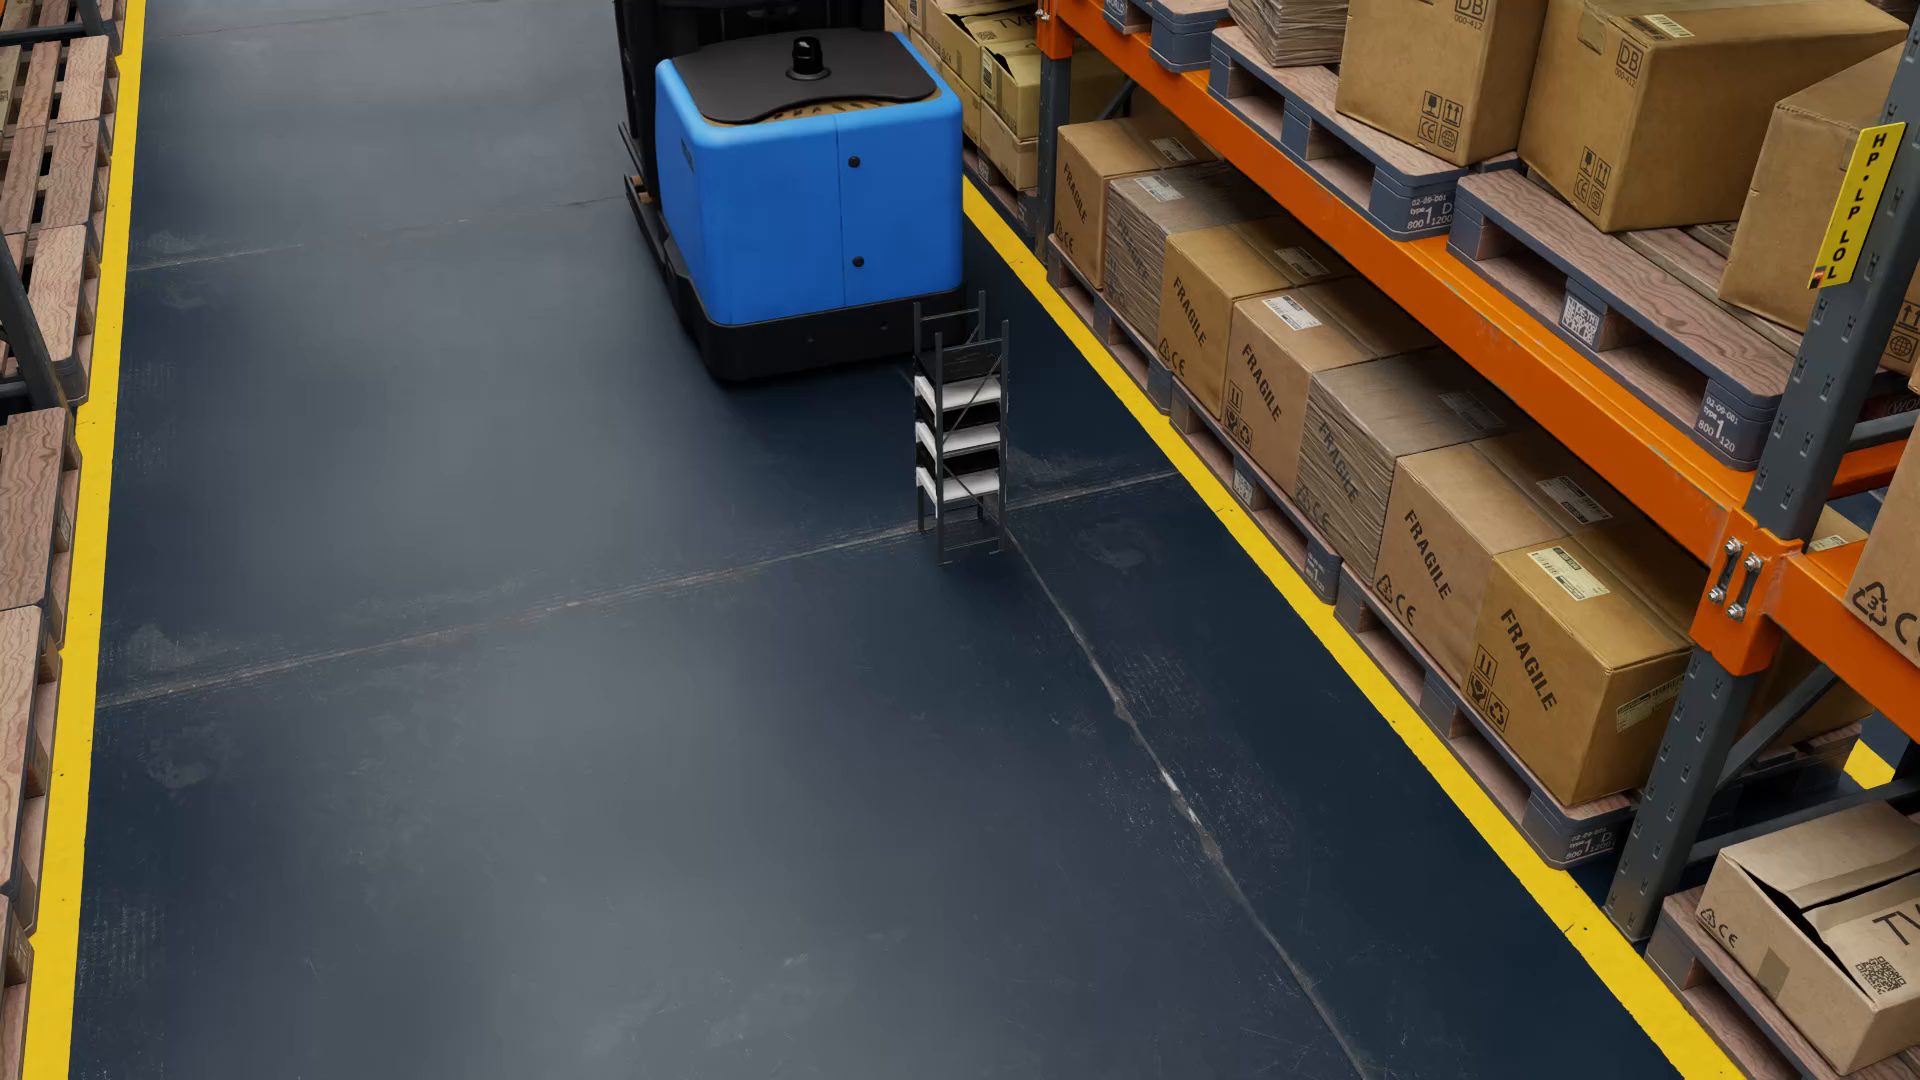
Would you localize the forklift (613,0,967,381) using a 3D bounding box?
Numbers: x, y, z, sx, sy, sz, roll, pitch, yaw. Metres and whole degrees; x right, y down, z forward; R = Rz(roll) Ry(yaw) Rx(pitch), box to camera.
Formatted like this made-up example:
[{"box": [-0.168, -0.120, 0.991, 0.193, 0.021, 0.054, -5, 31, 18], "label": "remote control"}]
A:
[{"box": [-0.931, -2.676, 6.866, 1.130, 2.935, 3.031, -12, 39, -15], "label": "forklift"}]

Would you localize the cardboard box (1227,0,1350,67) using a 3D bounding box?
[{"box": [1.282, -1.856, 5.289, 0.700, 0.500, 0.500, -6, 37, -7], "label": "cardboard box"}]

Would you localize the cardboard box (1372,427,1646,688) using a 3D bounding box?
[{"box": [1.599, 0.045, 4.909, 0.500, 0.500, 0.500, -12, 39, -16], "label": "cardboard box"}]

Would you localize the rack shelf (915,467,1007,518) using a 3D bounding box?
[{"box": [0.003, -0.184, 5.602, 0.258, 0.077, 0.200, -12, 39, -16], "label": "rack shelf"}]

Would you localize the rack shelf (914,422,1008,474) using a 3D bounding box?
[{"box": [0.003, -0.328, 5.493, 0.258, 0.077, 0.200, -12, 39, -16], "label": "rack shelf"}]

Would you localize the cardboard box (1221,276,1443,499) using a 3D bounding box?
[{"box": [1.250, -0.525, 5.666, 0.500, 0.500, 0.500, -14, 39, -17], "label": "cardboard box"}]

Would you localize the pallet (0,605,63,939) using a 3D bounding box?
[{"box": [-3.102, 0.725, 4.612, 1.003, 0.211, 1.213, -12, 39, -16], "label": "pallet"}]

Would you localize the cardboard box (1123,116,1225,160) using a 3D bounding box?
[{"box": [0.919, -1.963, 7.799, 0.500, 0.250, 0.500, -13, 39, -16], "label": "cardboard box"}]

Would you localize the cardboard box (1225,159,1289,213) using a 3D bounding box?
[{"box": [1.366, -1.234, 6.608, 0.500, 0.500, 0.500, -11, 38, -14], "label": "cardboard box"}]

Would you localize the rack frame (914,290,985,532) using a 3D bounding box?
[{"box": [-0.032, -0.412, 5.549, 0.240, 0.900, 0.006, -12, 39, -16], "label": "rack frame"}]

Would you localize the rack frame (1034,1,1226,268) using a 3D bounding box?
[{"box": [0.824, -2.537, 6.625, 1.000, 3.000, 0.127, -12, 39, -16], "label": "rack frame"}]

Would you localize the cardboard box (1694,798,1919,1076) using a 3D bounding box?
[{"box": [2.142, 0.903, 3.927, 0.500, 0.311, 0.500, -12, 39, -16], "label": "cardboard box"}]

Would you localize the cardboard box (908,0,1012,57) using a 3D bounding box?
[{"box": [0.056, -2.653, 8.250, 0.500, 0.311, 0.500, -13, 39, -16], "label": "cardboard box"}]

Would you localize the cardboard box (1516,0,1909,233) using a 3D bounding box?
[{"box": [1.951, -1.174, 4.384, 0.700, 0.500, 0.500, -7, 37, -9], "label": "cardboard box"}]

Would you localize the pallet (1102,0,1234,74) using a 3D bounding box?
[{"box": [1.123, -2.092, 6.194, 1.213, 0.211, 1.003, -12, 39, -16], "label": "pallet"}]

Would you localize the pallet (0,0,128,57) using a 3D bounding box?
[{"box": [-5.397, -3.047, 9.620, 1.003, 0.211, 1.213, -12, 39, -16], "label": "pallet"}]

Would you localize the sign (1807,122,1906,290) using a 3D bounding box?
[{"box": [1.680, -0.623, 3.121, 0.100, 0.325, 0.005, -12, 39, -16], "label": "sign"}]

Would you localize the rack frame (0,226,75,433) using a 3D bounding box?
[{"box": [-3.828, -1.513, 5.266, 1.000, 3.000, 0.127, -12, 39, -16], "label": "rack frame"}]

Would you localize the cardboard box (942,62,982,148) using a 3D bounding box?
[{"box": [0.233, -2.143, 8.039, 0.500, 0.250, 0.500, -13, 39, -16], "label": "cardboard box"}]

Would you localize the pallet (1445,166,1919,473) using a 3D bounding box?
[{"box": [2.028, -0.675, 4.312, 1.003, 0.211, 1.213, -12, 39, -16], "label": "pallet"}]

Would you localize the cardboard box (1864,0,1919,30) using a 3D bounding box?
[{"box": [5.177, -3.138, 9.135, 0.700, 0.500, 0.500, -12, 39, -15], "label": "cardboard box"}]

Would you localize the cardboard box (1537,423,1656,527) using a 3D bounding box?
[{"box": [2.069, -0.077, 5.071, 0.500, 0.500, 0.500, -12, 39, -15], "label": "cardboard box"}]

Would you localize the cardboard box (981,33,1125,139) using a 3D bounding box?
[{"box": [0.412, -2.075, 7.482, 0.500, 0.311, 0.500, -11, 38, -15], "label": "cardboard box"}]

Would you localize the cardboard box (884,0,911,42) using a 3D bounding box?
[{"box": [-0.117, -2.718, 8.802, 0.500, 0.250, 0.500, -12, 39, -15], "label": "cardboard box"}]

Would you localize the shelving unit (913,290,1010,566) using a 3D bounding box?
[{"box": [0.003, -0.355, 5.473, 0.258, 0.900, 0.210, -12, 39, -16], "label": "shelving unit"}]

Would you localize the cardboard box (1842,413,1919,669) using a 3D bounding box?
[{"box": [2.120, 0.027, 3.138, 0.500, 0.500, 0.500, -11, 38, -15], "label": "cardboard box"}]

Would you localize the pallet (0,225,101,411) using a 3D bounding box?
[{"box": [-4.058, -0.845, 6.697, 1.003, 0.211, 1.213, -12, 39, -16], "label": "pallet"}]

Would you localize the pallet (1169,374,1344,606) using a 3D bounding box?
[{"box": [1.461, -0.305, 5.980, 1.003, 0.211, 1.213, -12, 39, -16], "label": "pallet"}]

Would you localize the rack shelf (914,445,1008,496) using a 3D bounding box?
[{"box": [0.003, -0.256, 5.547, 0.258, 0.077, 0.200, -12, 39, -16], "label": "rack shelf"}]

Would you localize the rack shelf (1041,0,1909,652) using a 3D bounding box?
[{"box": [1.512, -1.120, 5.341, 1.077, 0.370, 4.000, -12, 39, -16], "label": "rack shelf"}]

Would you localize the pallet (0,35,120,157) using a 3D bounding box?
[{"box": [-4.898, -2.224, 8.527, 1.003, 0.211, 1.213, -12, 39, -16], "label": "pallet"}]

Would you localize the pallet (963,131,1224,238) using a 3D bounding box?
[{"box": [0.577, -1.896, 8.092, 1.003, 0.211, 1.213, -12, 39, -16], "label": "pallet"}]

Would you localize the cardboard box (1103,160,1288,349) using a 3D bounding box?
[{"box": [0.898, -1.103, 6.434, 0.500, 0.500, 0.500, -14, 39, -18], "label": "cardboard box"}]

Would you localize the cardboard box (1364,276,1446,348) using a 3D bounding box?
[{"box": [1.730, -0.647, 5.828, 0.500, 0.500, 0.500, -14, 39, -18], "label": "cardboard box"}]
